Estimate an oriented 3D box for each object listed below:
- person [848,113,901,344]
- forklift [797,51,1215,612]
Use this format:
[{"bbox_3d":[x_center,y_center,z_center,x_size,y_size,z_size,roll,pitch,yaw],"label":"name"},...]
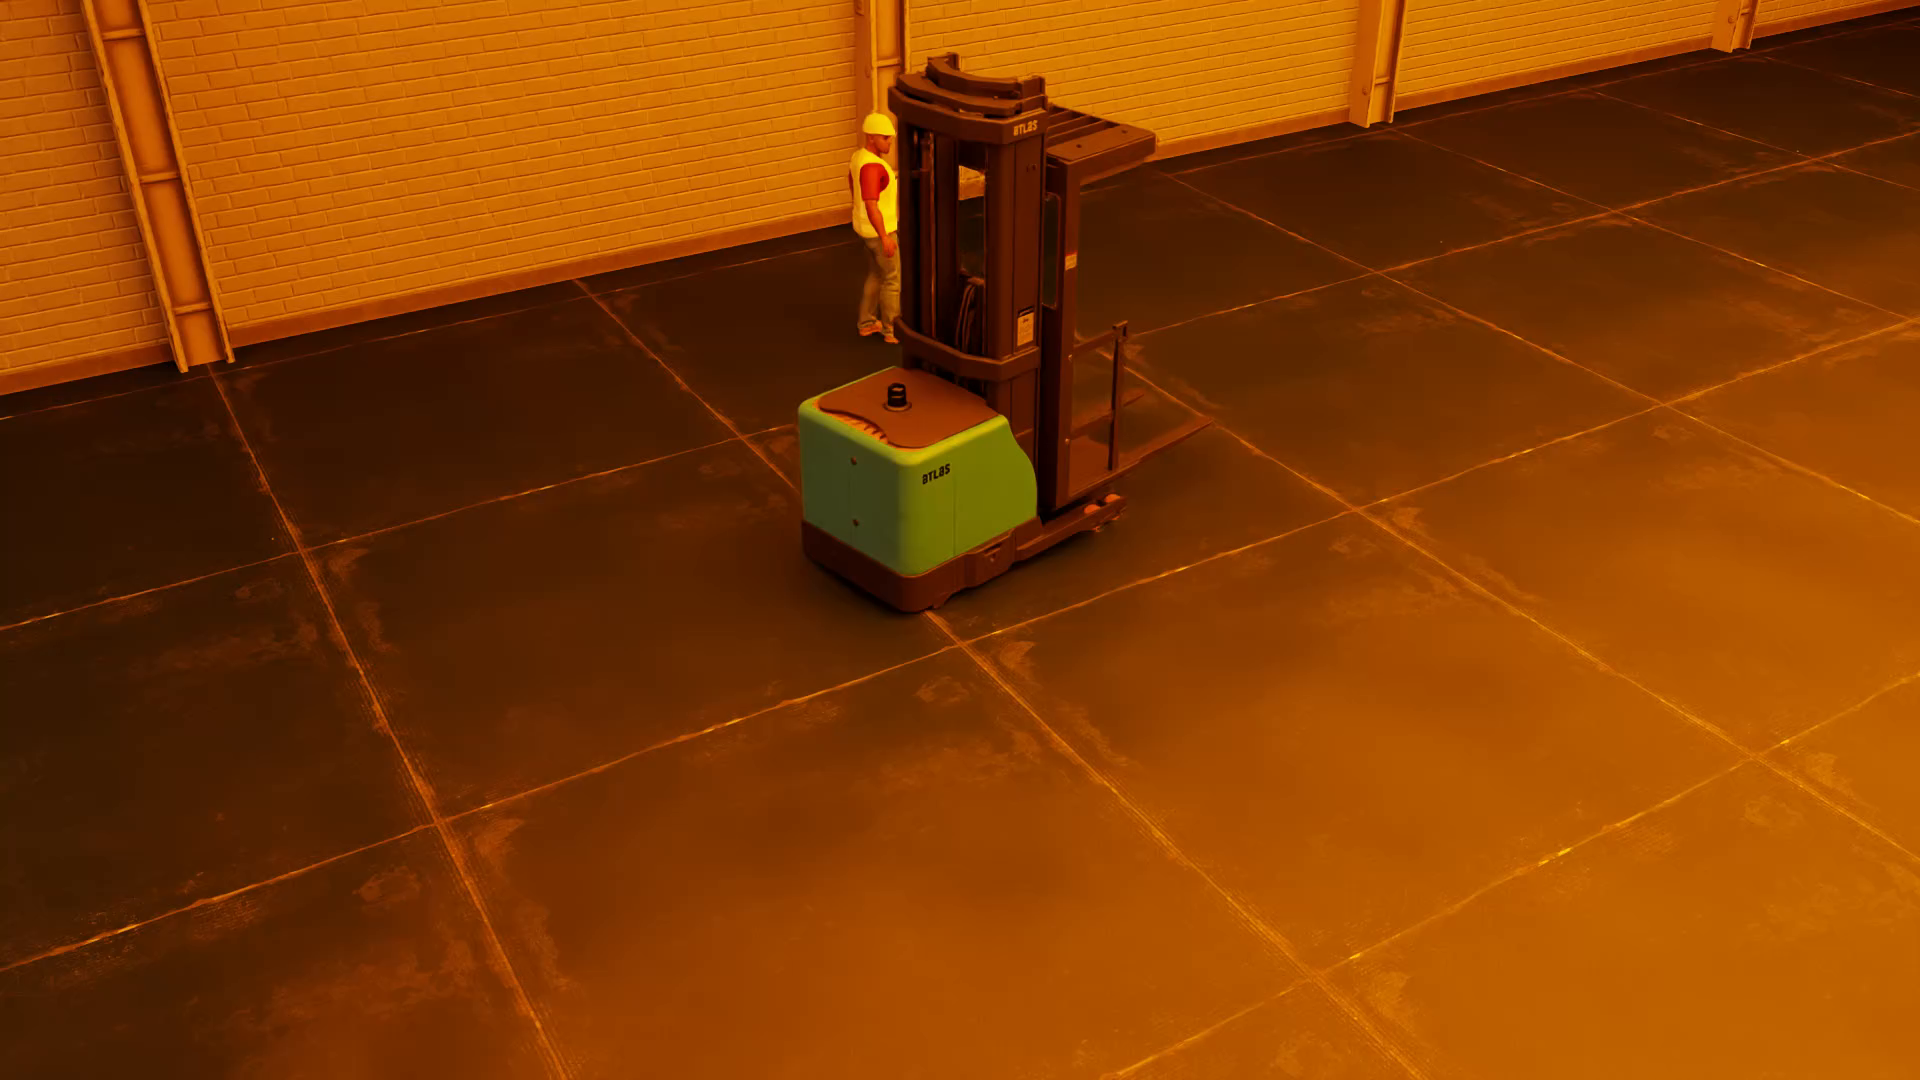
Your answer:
[{"bbox_3d":[-0.579,-2.394,12.788,0.476,1.762,0.753,-11,33,-17],"label":"person"},{"bbox_3d":[0.437,-1.487,10.131,3.031,2.935,1.130,-26,40,-37],"label":"forklift"}]
